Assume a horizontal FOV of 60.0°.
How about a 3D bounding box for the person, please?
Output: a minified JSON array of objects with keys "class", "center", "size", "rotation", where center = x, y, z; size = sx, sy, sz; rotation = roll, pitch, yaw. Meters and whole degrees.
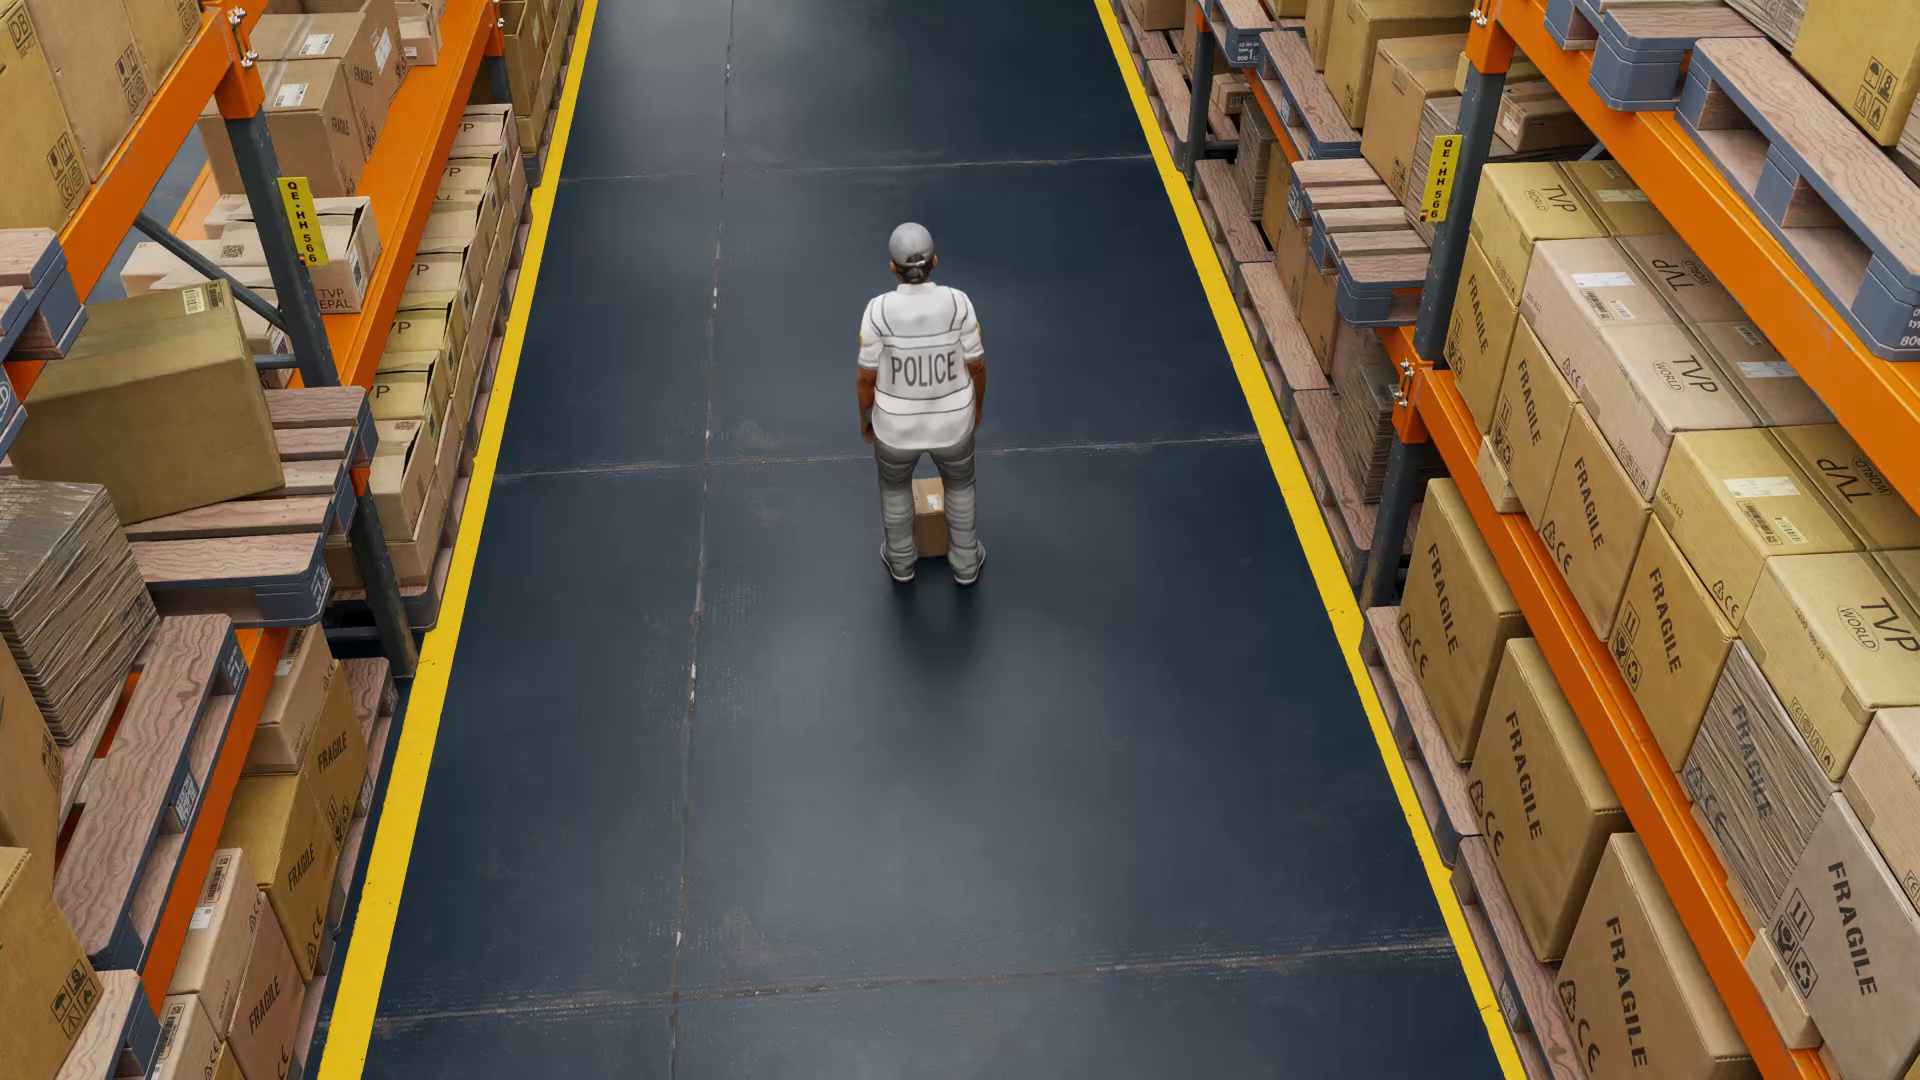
[{"class":"person","center":[-0.147,-0.507,6.768],"size":[0.541,1.665,0.465],"rotation":[-5,40,-6]}]
